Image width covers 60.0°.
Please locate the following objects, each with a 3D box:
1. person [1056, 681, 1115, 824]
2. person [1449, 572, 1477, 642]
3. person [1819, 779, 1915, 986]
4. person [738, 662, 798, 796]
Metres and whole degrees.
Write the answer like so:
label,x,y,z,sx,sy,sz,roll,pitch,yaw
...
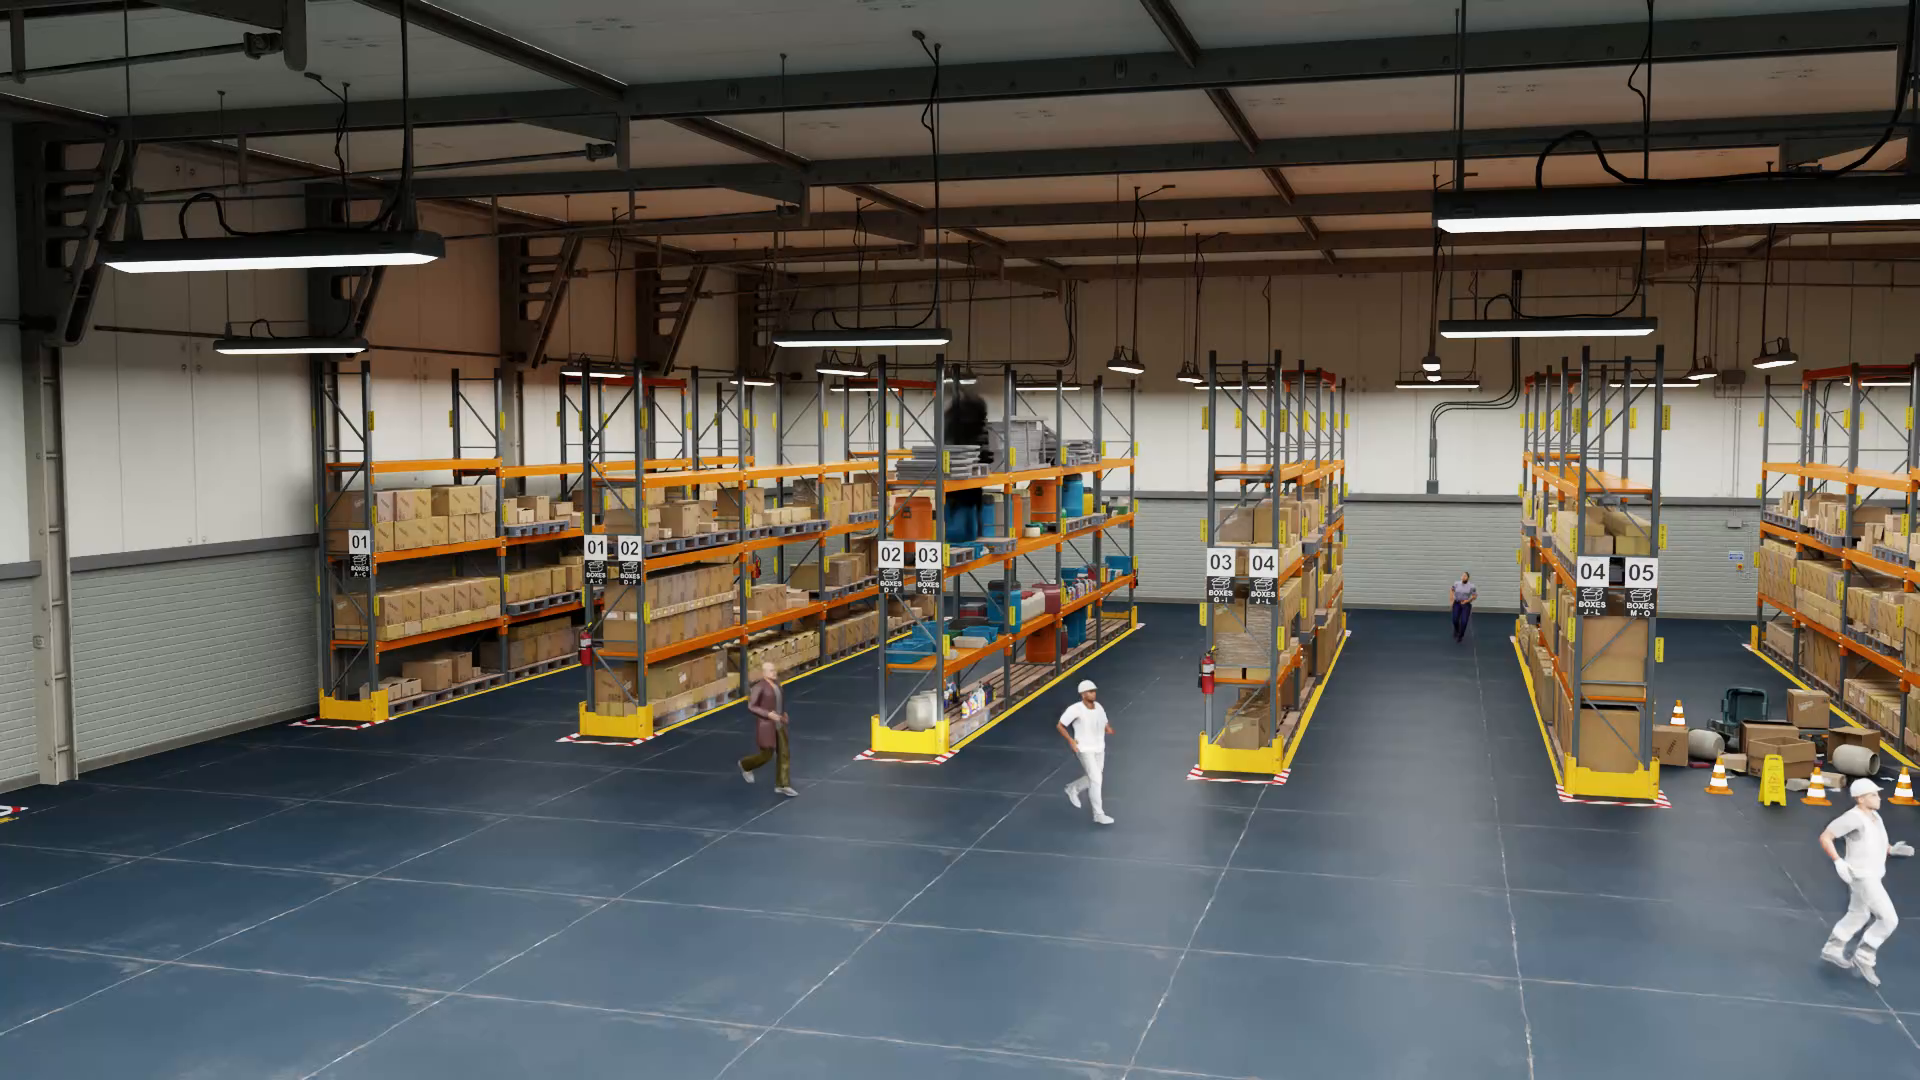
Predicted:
label,x,y,z,sx,sy,sz,roll,pitch,yaw
person,1.609,2.632,20.867,0.713,1.747,0.931,-4,5,-42
person,11.404,1.516,37.730,0.610,1.599,0.504,1,4,19
person,8.114,3.046,14.887,0.641,1.817,0.735,-4,6,-45
person,-2.578,2.525,22.361,0.990,1.774,0.716,3,5,37
